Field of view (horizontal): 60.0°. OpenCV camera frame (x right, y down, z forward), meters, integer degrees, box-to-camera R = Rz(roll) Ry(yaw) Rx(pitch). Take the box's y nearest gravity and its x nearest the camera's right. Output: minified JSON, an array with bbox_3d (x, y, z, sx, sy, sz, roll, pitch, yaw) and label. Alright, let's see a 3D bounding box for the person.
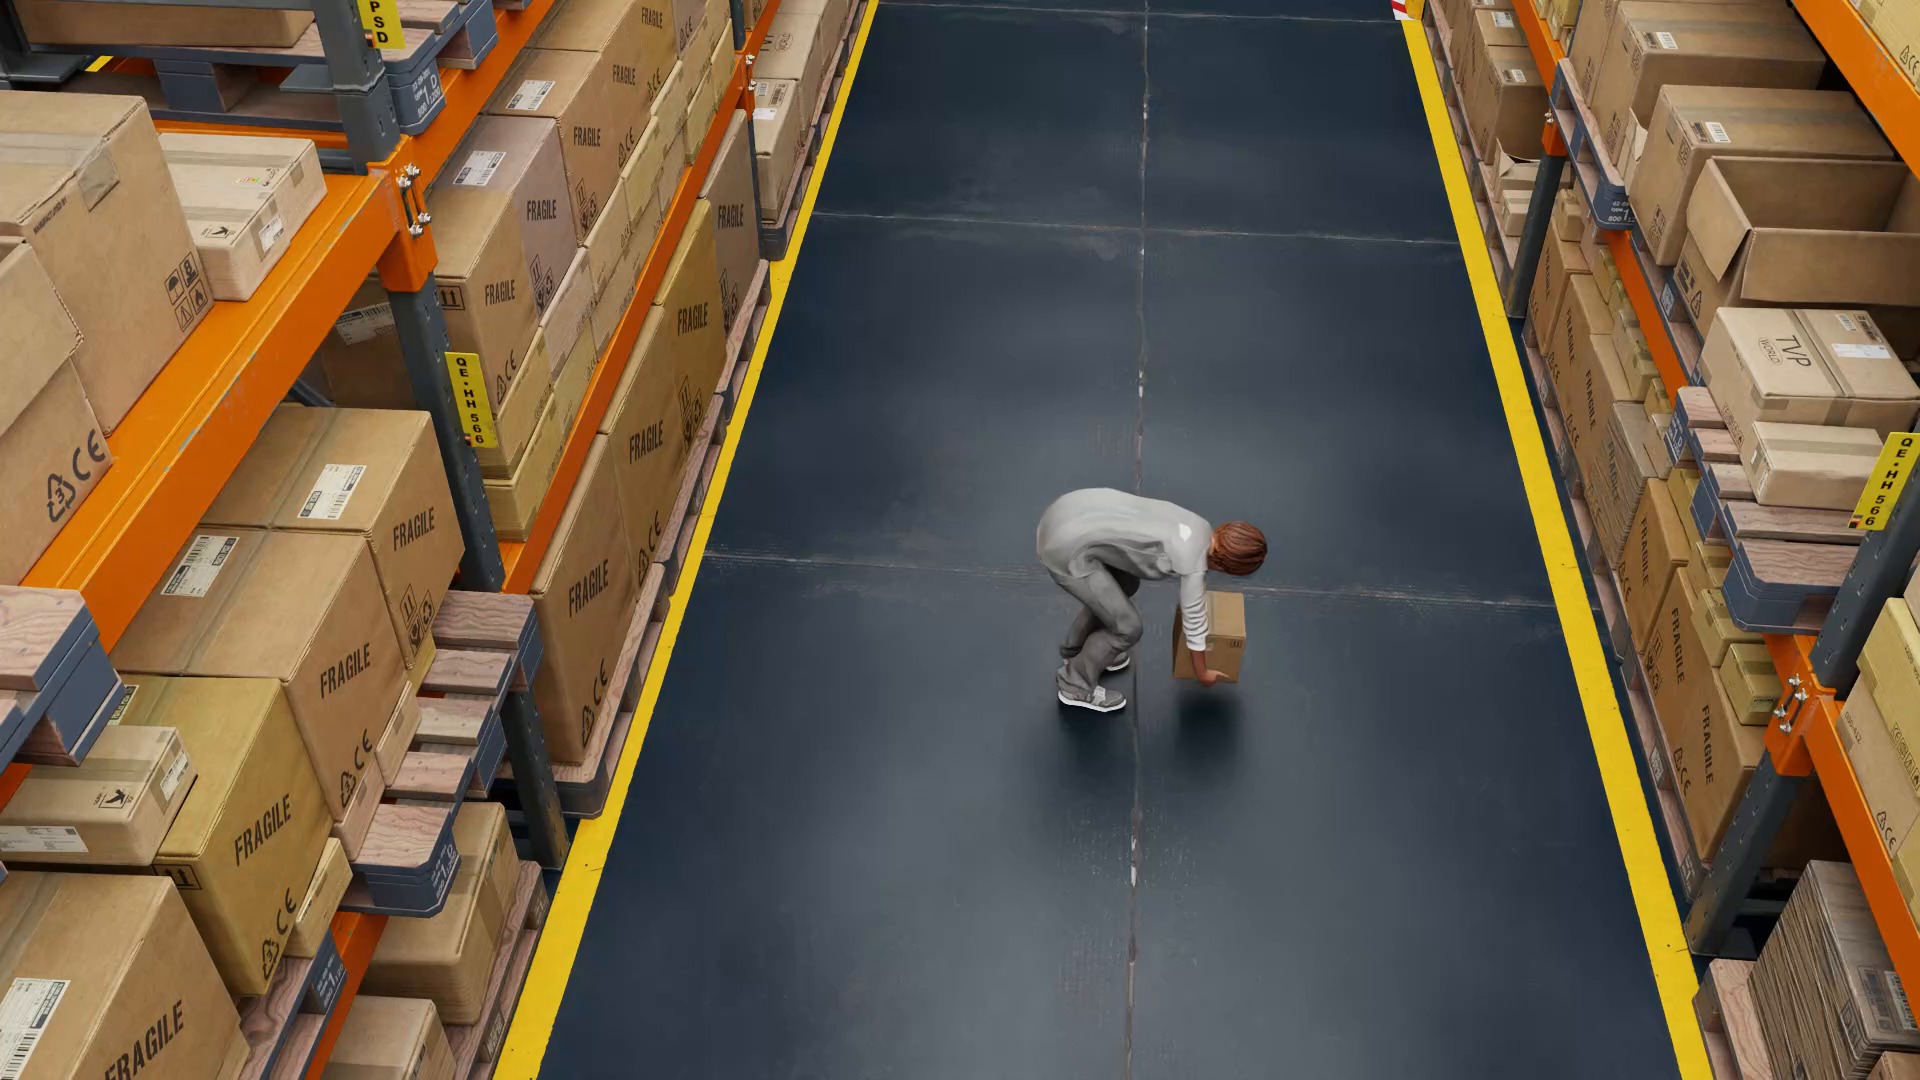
[{"bbox_3d":[0.717,0.222,6.396,0.868,0.959,0.408,2,41,2],"label":"person"}]
